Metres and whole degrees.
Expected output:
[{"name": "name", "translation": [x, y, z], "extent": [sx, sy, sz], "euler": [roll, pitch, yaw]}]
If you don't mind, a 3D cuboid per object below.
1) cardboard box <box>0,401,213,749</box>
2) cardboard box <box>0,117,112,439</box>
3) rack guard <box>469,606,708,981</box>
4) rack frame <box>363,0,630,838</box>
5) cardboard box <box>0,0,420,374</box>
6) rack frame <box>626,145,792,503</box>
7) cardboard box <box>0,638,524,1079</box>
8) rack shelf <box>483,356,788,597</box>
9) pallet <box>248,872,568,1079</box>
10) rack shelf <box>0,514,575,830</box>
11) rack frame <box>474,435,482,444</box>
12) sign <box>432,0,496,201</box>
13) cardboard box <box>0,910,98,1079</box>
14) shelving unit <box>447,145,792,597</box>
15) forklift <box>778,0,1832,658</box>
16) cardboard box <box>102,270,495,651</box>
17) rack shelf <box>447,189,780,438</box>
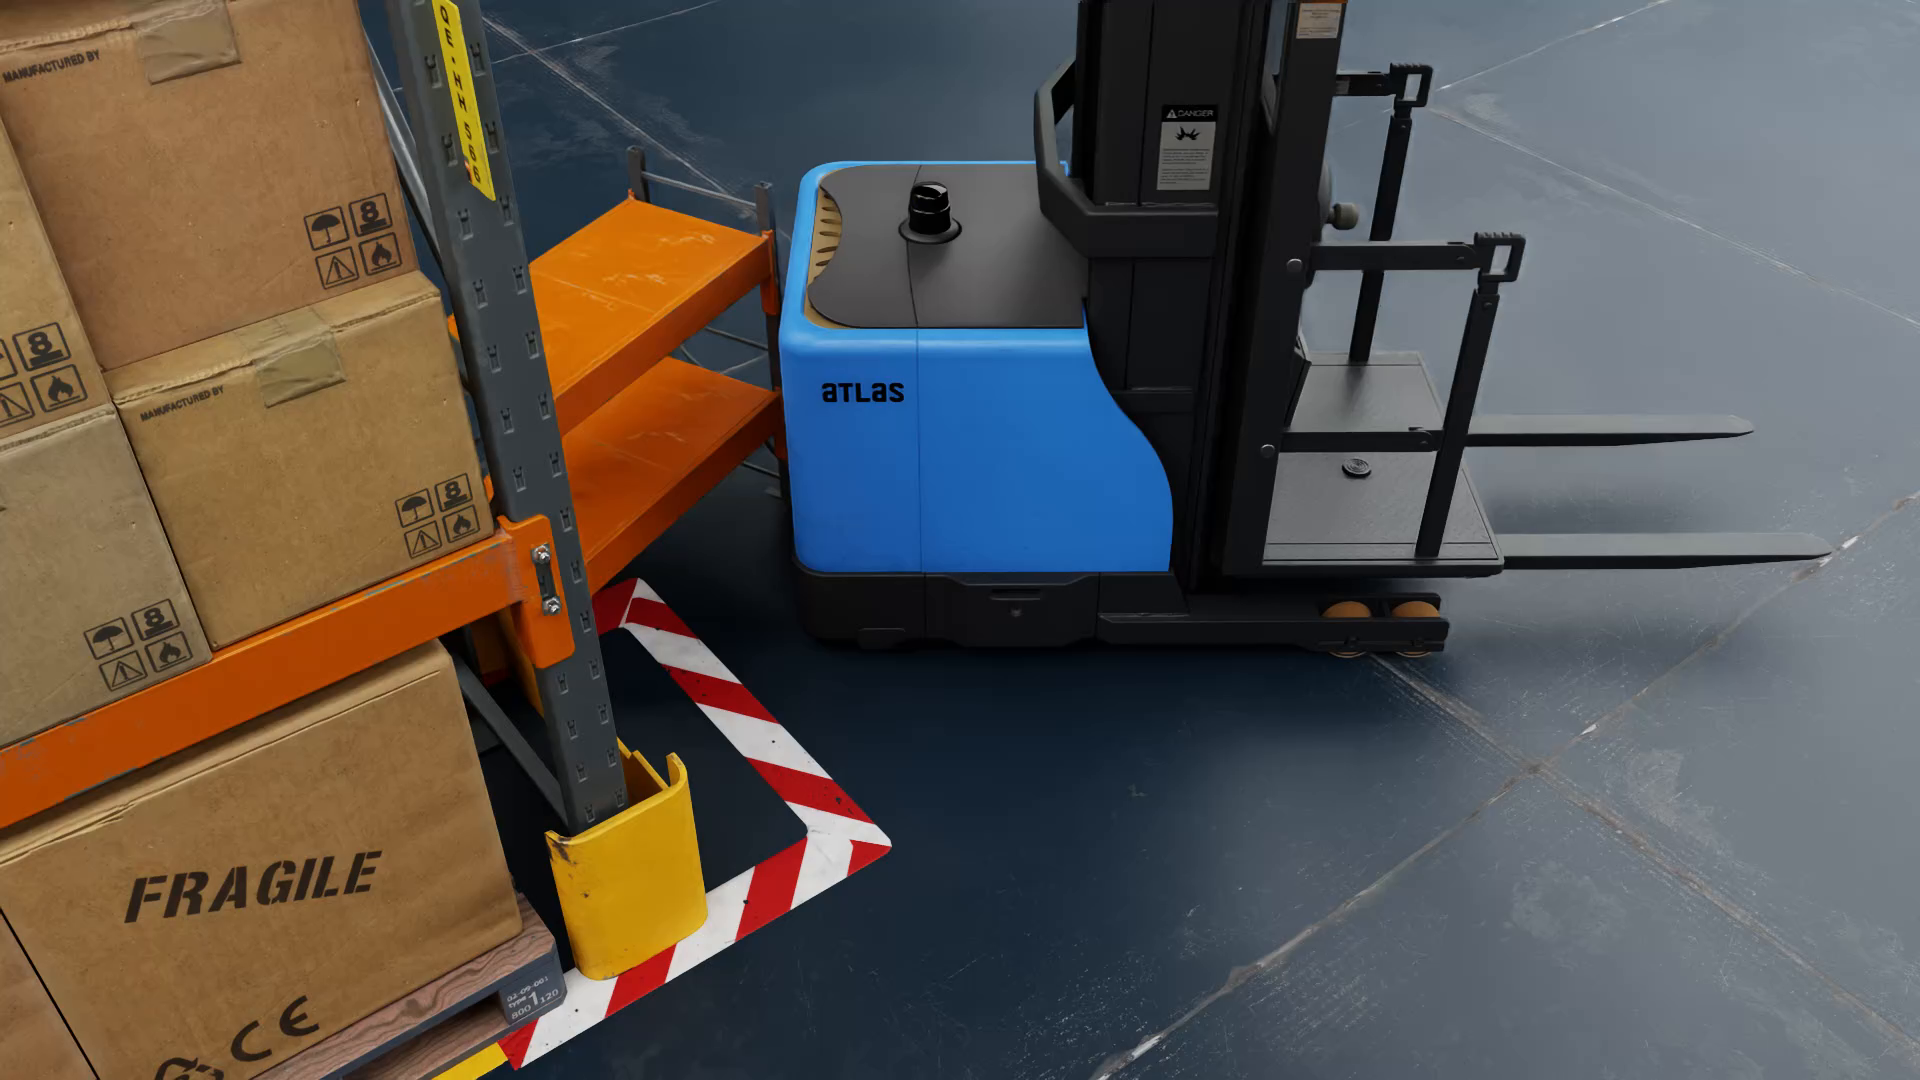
[{"name": "cardboard box", "translation": [-1.799, -0.110, 2.901], "extent": [0.550, 0.550, 0.875], "euler": [-26, 46, -28]}, {"name": "cardboard box", "translation": [-1.808, -0.535, 2.567], "extent": [0.550, 0.550, 0.875], "euler": [-26, 46, -28]}, {"name": "rack guard", "translation": [-1.091, 0.515, 4.228], "extent": [0.348, 0.500, 1.175], "euler": [-26, 46, -28]}, {"name": "rack frame", "translation": [-1.110, -0.442, 3.424], "extent": [0.127, 3.000, 1.000], "euler": [-26, 46, -28]}, {"name": "cardboard box", "translation": [-1.428, -0.794, 2.883], "extent": [0.550, 0.550, 0.875], "euler": [-26, 46, -28]}, {"name": "rack frame", "translation": [-0.754, -0.641, 5.144], "extent": [0.500, 1.125, 0.032], "euler": [20, 43, 22]}, {"name": "cardboard box", "translation": [-1.607, 0.512, 3.605], "extent": [0.875, 0.875, 0.875], "euler": [-26, 46, -28]}, {"name": "rack shelf", "translation": [-1.005, -0.171, 4.957], "extent": [0.538, 0.278, 1.000], "euler": [20, 43, 22]}, {"name": "pallet", "translation": [-1.696, 0.984, 3.884], "extent": [1.213, 0.211, 1.003], "euler": [-26, 46, -28]}, {"name": "rack shelf", "translation": [-2.696, 0.609, 2.710], "extent": [4.000, 0.370, 1.077], "euler": [-26, 46, -28]}, {"name": "rack frame", "translation": [-1.256, -0.080, 4.461], "extent": [0.500, 1.125, 0.032], "euler": [20, 43, 22]}, {"name": "sign", "translation": [-0.790, -0.703, 2.642], "extent": [0.005, 0.325, 0.100], "euler": [-26, 46, -28]}, {"name": "cardboard box", "translation": [-2.304, 0.853, 3.189], "extent": [0.875, 0.875, 0.875], "euler": [-27, 46, -29]}, {"name": "shelving unit", "translation": [-1.005, -0.360, 4.802], "extent": [0.538, 1.125, 1.048], "euler": [20, 43, 22]}, {"name": "forklift", "translation": [1.033, -1.130, 4.317], "extent": [3.031, 2.935, 1.130], "euler": [0, 39, 0]}, {"name": "cardboard box", "translation": [-1.376, -0.334, 3.174], "extent": [0.550, 0.550, 0.875], "euler": [-26, 46, -28]}, {"name": "rack shelf", "translation": [-1.005, -0.587, 4.617], "extent": [0.538, 0.278, 1.000], "euler": [20, 43, 22]}]
